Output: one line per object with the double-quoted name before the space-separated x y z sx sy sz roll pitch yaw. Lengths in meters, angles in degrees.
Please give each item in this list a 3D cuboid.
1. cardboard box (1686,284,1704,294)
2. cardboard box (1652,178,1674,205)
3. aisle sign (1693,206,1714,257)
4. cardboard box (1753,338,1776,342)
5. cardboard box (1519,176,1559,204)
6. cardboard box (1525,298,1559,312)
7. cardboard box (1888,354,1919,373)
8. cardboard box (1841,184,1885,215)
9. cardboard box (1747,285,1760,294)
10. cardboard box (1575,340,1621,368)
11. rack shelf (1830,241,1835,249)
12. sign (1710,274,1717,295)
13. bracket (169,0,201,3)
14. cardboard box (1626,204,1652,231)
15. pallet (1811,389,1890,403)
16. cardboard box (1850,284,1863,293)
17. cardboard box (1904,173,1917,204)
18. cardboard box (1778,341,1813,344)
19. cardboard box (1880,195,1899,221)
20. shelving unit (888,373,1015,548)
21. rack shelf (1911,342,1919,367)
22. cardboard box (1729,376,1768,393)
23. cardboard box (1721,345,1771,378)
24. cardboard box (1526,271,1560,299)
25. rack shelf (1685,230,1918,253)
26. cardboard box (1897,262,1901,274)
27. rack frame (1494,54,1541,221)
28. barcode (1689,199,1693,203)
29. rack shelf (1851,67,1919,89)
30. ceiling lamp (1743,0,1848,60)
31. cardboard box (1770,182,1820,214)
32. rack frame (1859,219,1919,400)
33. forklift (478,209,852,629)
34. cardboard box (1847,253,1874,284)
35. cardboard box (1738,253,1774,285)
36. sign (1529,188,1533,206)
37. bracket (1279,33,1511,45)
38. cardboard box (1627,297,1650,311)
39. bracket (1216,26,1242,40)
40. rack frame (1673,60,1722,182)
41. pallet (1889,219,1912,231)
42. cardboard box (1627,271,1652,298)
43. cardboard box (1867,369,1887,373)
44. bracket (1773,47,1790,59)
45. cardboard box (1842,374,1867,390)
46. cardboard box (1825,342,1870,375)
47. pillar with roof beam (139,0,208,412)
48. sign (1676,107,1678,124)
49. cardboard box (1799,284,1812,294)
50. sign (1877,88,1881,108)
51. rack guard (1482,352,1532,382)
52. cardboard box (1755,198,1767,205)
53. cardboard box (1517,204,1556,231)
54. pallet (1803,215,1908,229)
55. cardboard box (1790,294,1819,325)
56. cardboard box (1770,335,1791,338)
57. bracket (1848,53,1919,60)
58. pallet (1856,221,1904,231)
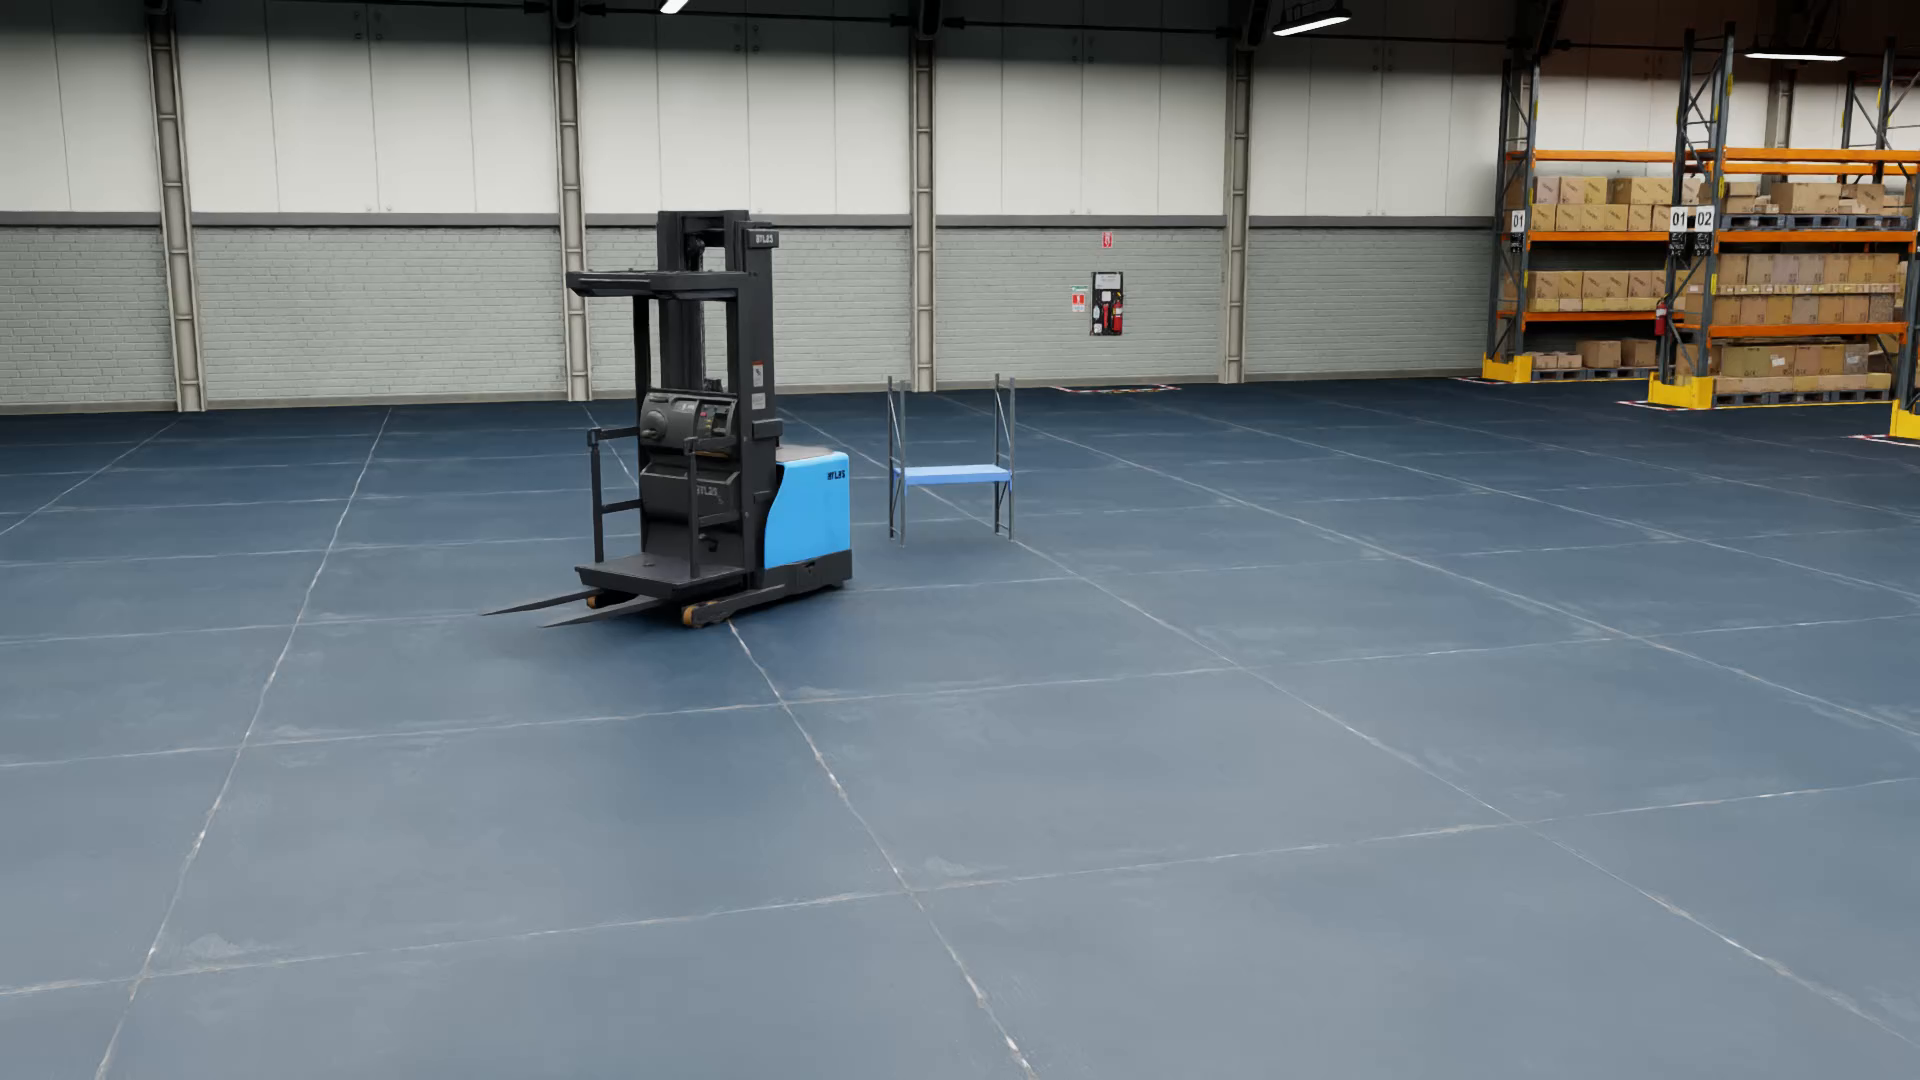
"cardboard box" 12.140 -4.116 27.254 0.250 0.149 0.380 -3 11 -17
"cardboard box" 13.347 -6.682 31.885 0.500 0.500 0.500 -2 11 -13
"aisle sign" 11.848 -4.917 26.494 0.004 0.787 0.394 -3 11 -16
"cardboard box" 15.964 -3.839 33.509 0.500 0.500 0.700 -3 11 -15
"cardboard box" 10.876 -6.559 31.217 0.500 0.500 0.500 -4 11 -20
"cardboard box" 10.995 -4.462 31.560 0.500 0.250 0.500 -3 11 -18
"cardboard box" 16.133 -3.005 28.175 0.500 0.311 0.500 -3 11 -16
"cardboard box" 15.109 -5.718 27.916 0.500 0.500 0.500 -2 11 -11
"cardboard box" 12.755 -4.072 27.016 0.250 0.149 0.380 -3 11 -16
"cardboard box" 12.393 -3.620 32.316 0.500 0.500 0.700 -4 11 -20
"rack shelf" 16.199 -5.981 33.156 4.000 0.370 1.077 -3 11 -16
"sign" 11.975 -4.063 26.426 0.005 0.325 0.100 -3 11 -16
"bracket" -11.678 -8.207 25.035 0.430 0.232 0.235 -3 11 -16
"cardboard box" 12.852 -6.166 31.843 0.500 0.500 0.500 -3 11 -18
"pallet" 14.891 -2.493 28.210 1.213 0.211 1.003 -3 11 -16
"cardboard box" 14.725 -4.175 27.578 0.250 0.149 0.380 -3 11 -16
"cardboard box" 16.270 -5.899 27.905 0.500 0.500 0.500 -3 11 -15
"cardboard box" 14.174 -3.101 28.173 0.500 0.500 0.500 -3 11 -16
"cardboard box" 18.560 -6.736 33.777 0.500 0.500 0.700 -4 11 -20
"shelving unit" -0.082 -0.733 15.091 1.048 1.500 0.538 -3 11 -16
"rack shelf" 15.127 -2.581 22.973 4.000 0.370 1.077 -3 11 -16
"cardboard box" 12.882 -2.564 27.326 0.500 0.250 0.500 -3 11 -16
"cardboard box" 12.883 -2.932 27.257 0.500 0.500 0.500 -3 11 -16
"cardboard box" 10.980 -4.833 31.505 0.500 0.500 0.500 -3 11 -16
"rack shelf" 13.746 -4.918 27.380 4.000 0.370 1.077 -3 11 -16
"cardboard box" 18.655 -5.515 33.696 0.500 0.250 0.500 -3 11 -15
"rack frame" 10.438 -7.506 31.170 0.127 3.000 1.000 -3 11 -16
"barcode" 11.981 -5.555 27.251 0.075 0.075 0.001 -3 11 -16
"rack shelf" 20.039 -9.293 33.683 4.000 0.370 1.077 -3 11 -16
"ceiling lamp" 14.933 -10.085 29.055 2.000 3.185 0.800 -3 11 -16
"cardboard box" 13.497 -5.531 26.904 0.500 0.500 0.500 -3 11 -16
"rack frame" 15.666 -3.898 28.136 0.127 3.000 1.000 -3 11 -16
"forklift" -2.126 -0.909 12.090 1.130 2.935 3.031 7 13 35
"cardboard box" 14.757 -4.535 27.742 0.500 0.500 0.700 -3 11 -16
"cardboard box" 12.832 -4.434 27.191 0.500 0.500 0.700 -3 11 -17
"sign" 10.590 -6.367 30.851 0.005 0.325 0.100 -3 11 -16
"bracket" 8.079 -9.249 30.692 4.783 0.066 0.076 -3 11 -16
"cardboard box" 12.949 -4.566 32.126 0.500 0.250 0.500 -3 11 -16
"bracket" 4.808 -9.076 29.755 0.430 0.232 0.235 -3 11 -16
"rack frame" 14.278 -7.709 32.270 0.127 3.000 1.000 -3 11 -16
"pallet" 16.510 -5.326 28.137 1.217 0.209 0.805 -3 11 -18
"cardboard box" 12.947 -4.936 32.064 0.500 0.500 0.500 -3 11 -18
"cardboard box" 15.984 -2.823 28.735 0.500 0.250 0.500 -3 11 -16
"bracket" 16.330 -9.683 33.054 0.430 0.232 0.235 -3 11 -16
"cardboard box" 14.800 -2.667 27.885 0.500 0.250 0.500 -3 11 -16
"cardboard box" 14.799 -3.036 27.819 0.500 0.500 0.500 -3 11 -16
"pillar with roof beam" -10.972 -5.729 21.517 0.548 9.000 9.100 -3 11 -16
"sign" 14.118 -8.342 32.693 0.005 0.325 0.100 -3 11 -16
"cardboard box" 13.739 -4.123 27.295 0.250 0.149 0.380 -3 11 -15
"sign" 15.503 -7.440 28.011 0.005 0.325 0.100 -3 11 -16
"rack guard" 10.511 -3.331 31.961 0.348 0.500 1.175 -3 11 -16
"cardboard box" 12.858 -5.476 27.294 0.500 0.250 0.500 -3 11 -16
"cardboard box" 10.829 -6.064 31.287 0.500 0.500 0.500 -3 11 -14
"pallet" 14.855 -5.282 27.614 1.213 0.211 1.003 -3 11 -16
"cardboard box" 13.763 -3.845 27.572 0.500 0.500 0.700 -3 11 -14
"cardboard box" 16.385 -4.226 33.540 0.500 0.250 0.500 -3 11 -16
"bracket" 19.600 -9.856 33.990 4.783 0.066 0.076 -3 11 -16
"pallet" 18.722 -6.385 33.885 1.003 0.211 1.213 -2 11 -13
